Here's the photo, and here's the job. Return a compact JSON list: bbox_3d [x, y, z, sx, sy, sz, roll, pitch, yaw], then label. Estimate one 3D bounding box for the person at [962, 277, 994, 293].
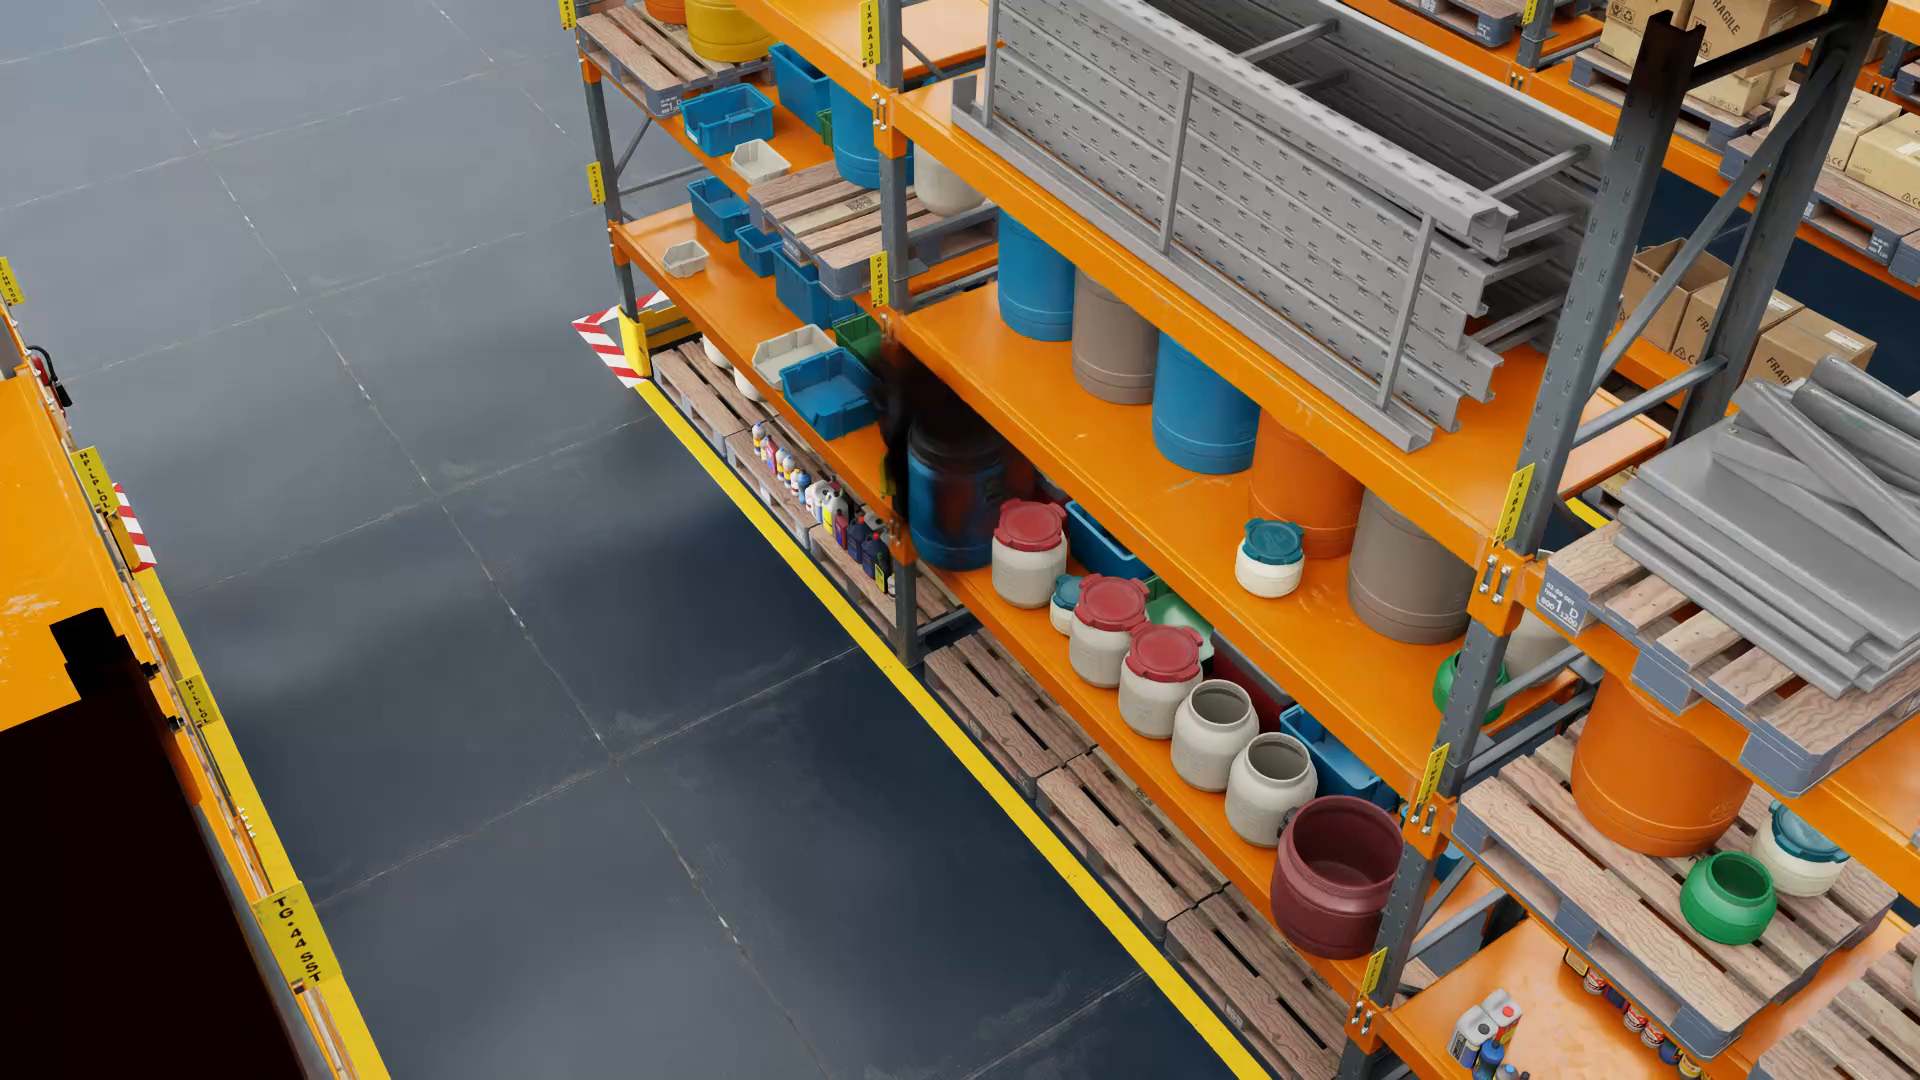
[{"bbox_3d":[0.106,-1.974,12.297,0.325,1.607,0.517,-14,45,-15],"label":"person"}]
